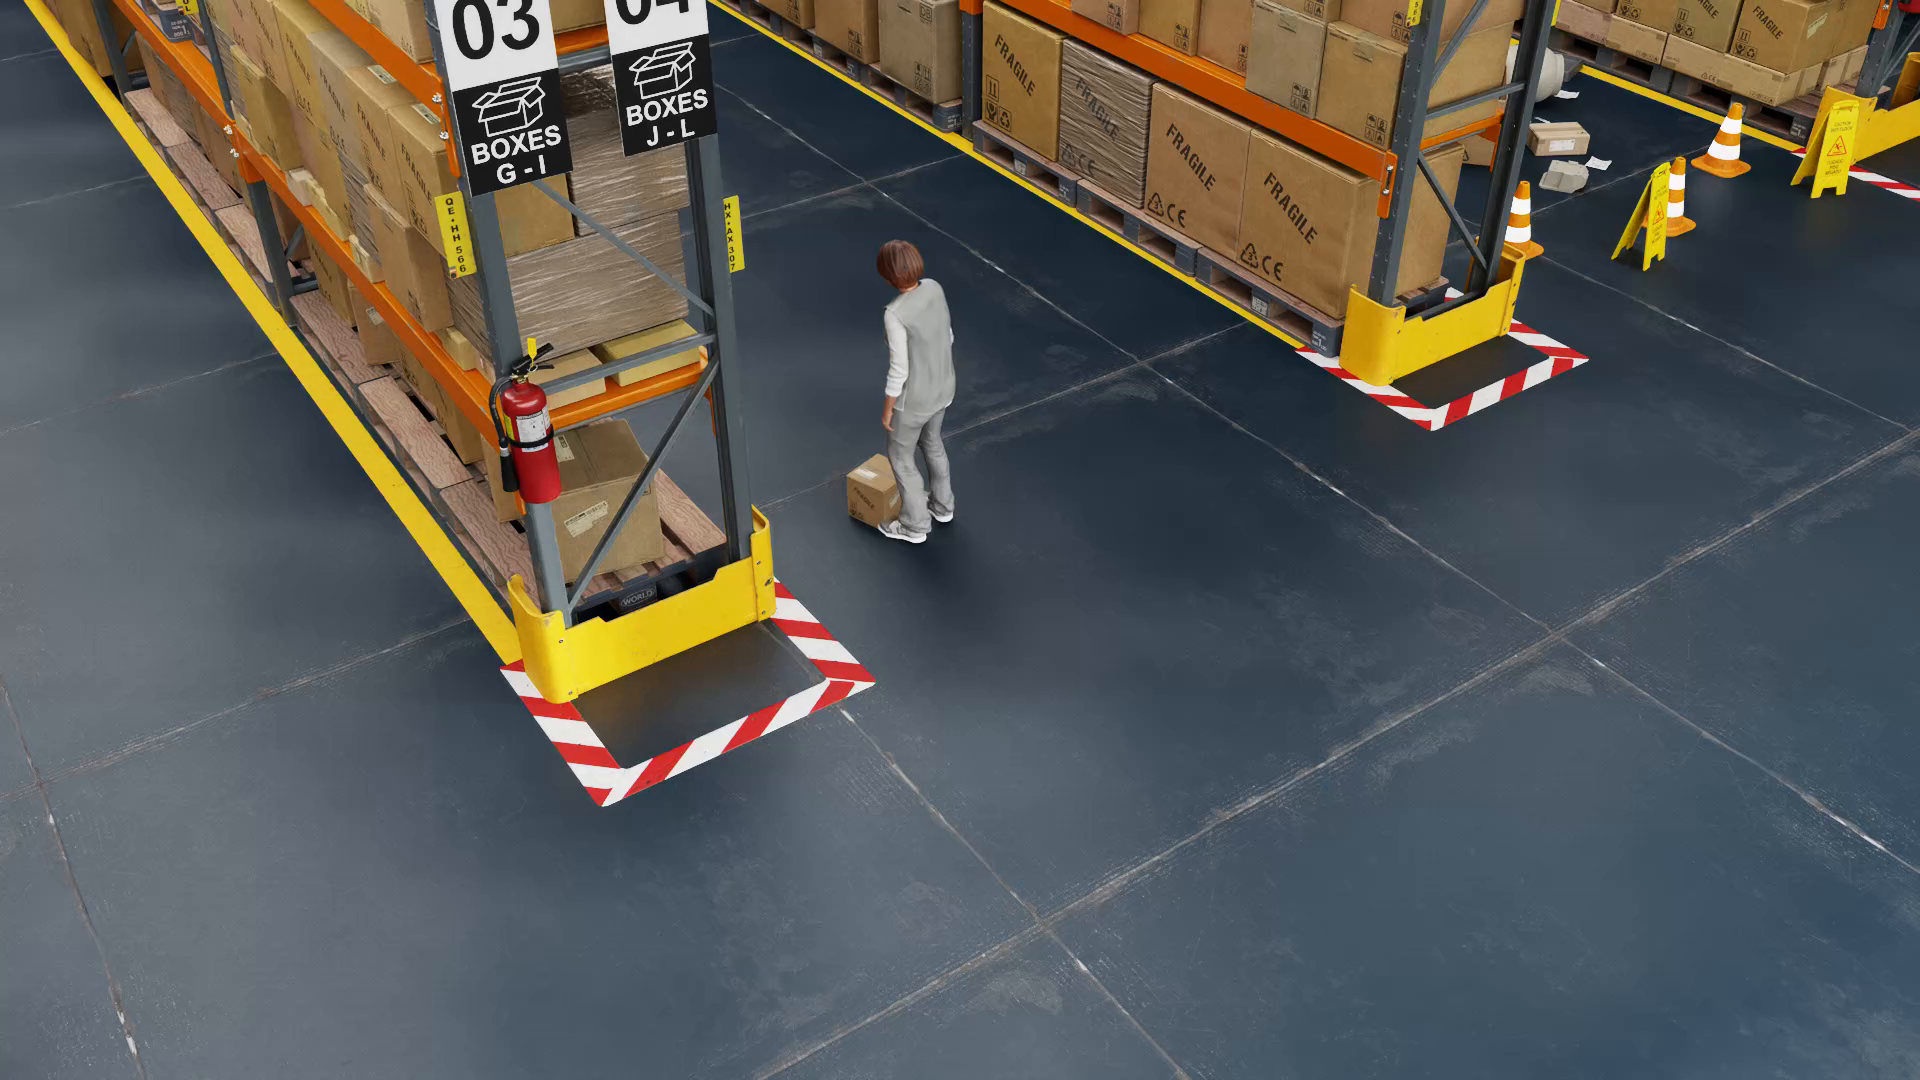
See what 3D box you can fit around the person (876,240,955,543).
[{"bbox_3d":[-0.207,-0.693,7.934,0.346,1.591,0.476,23,43,28],"label":"person"}]
